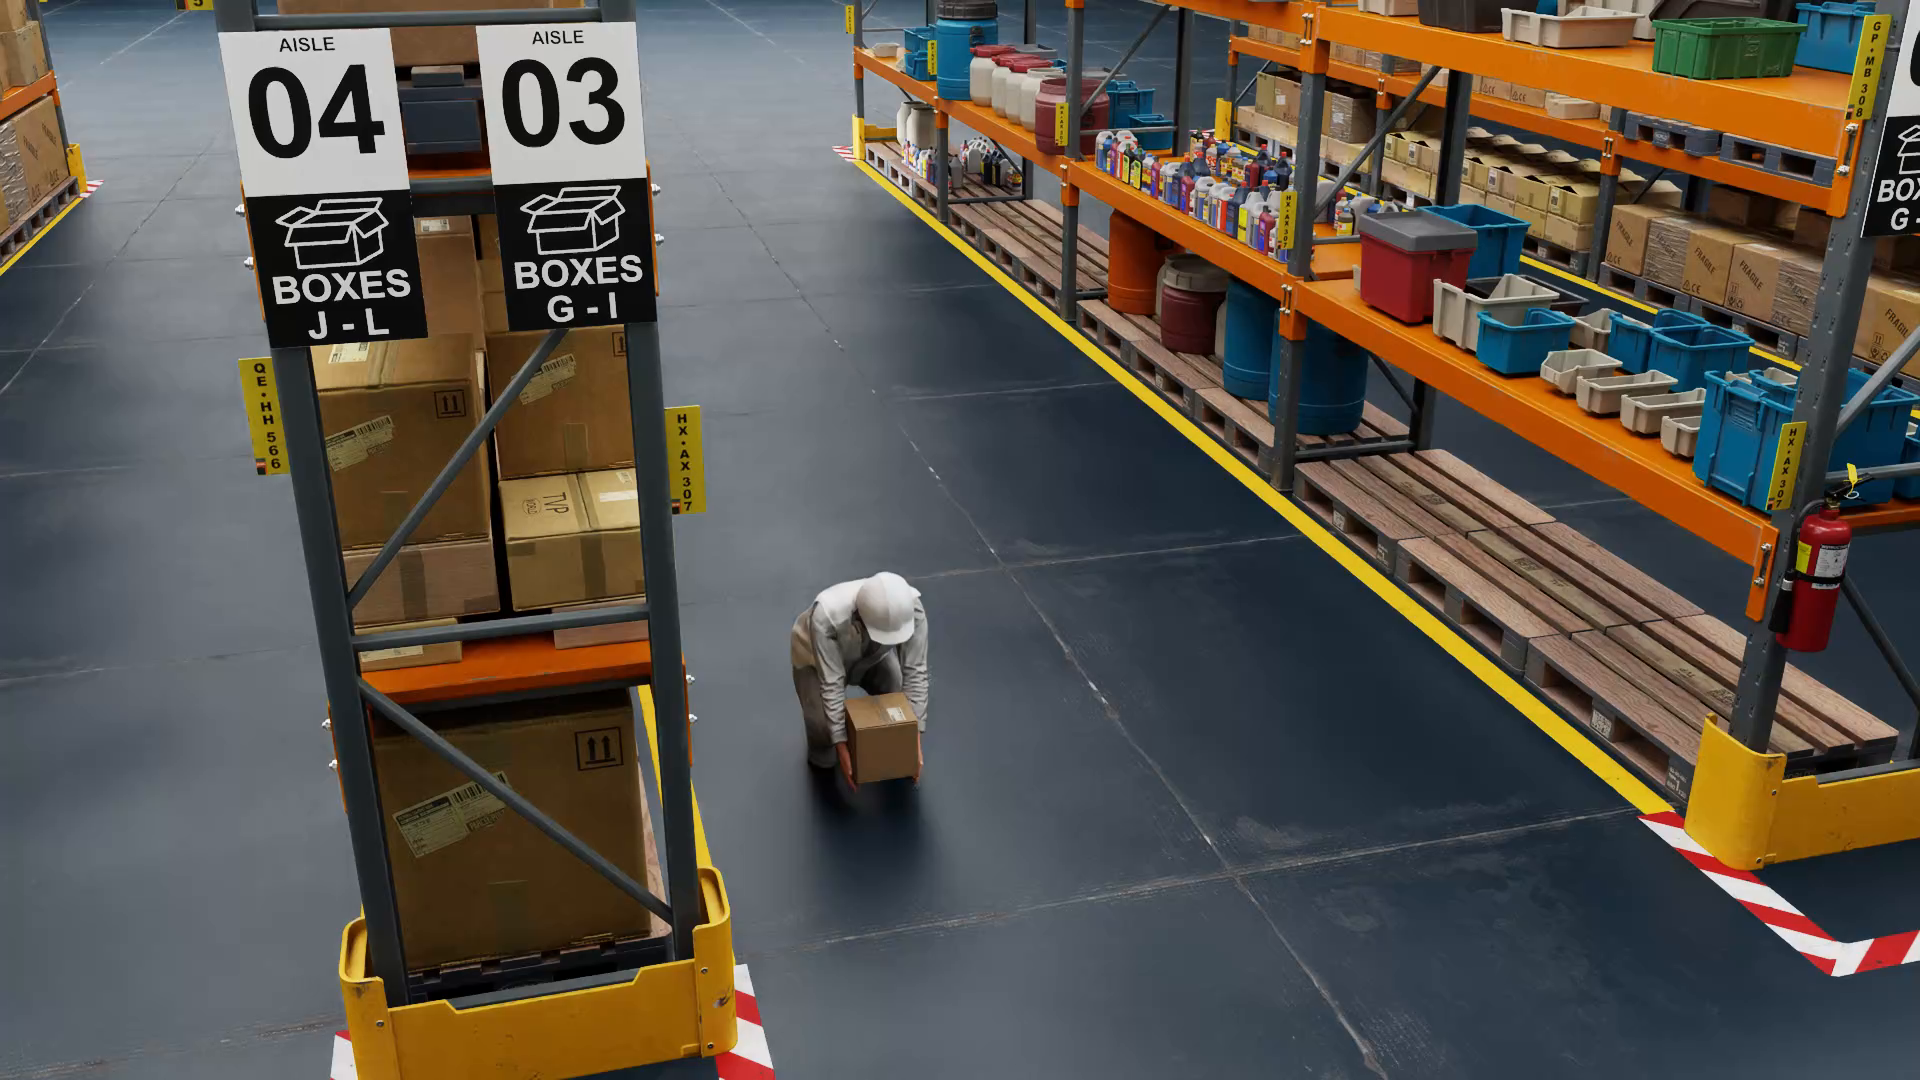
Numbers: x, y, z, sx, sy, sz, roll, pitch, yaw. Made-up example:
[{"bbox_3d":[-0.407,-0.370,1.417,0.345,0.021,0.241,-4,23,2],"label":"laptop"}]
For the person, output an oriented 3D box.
[{"bbox_3d":[-0.409,0.503,6.867,0.524,1.010,0.883,-6,24,-15],"label":"person"}]
